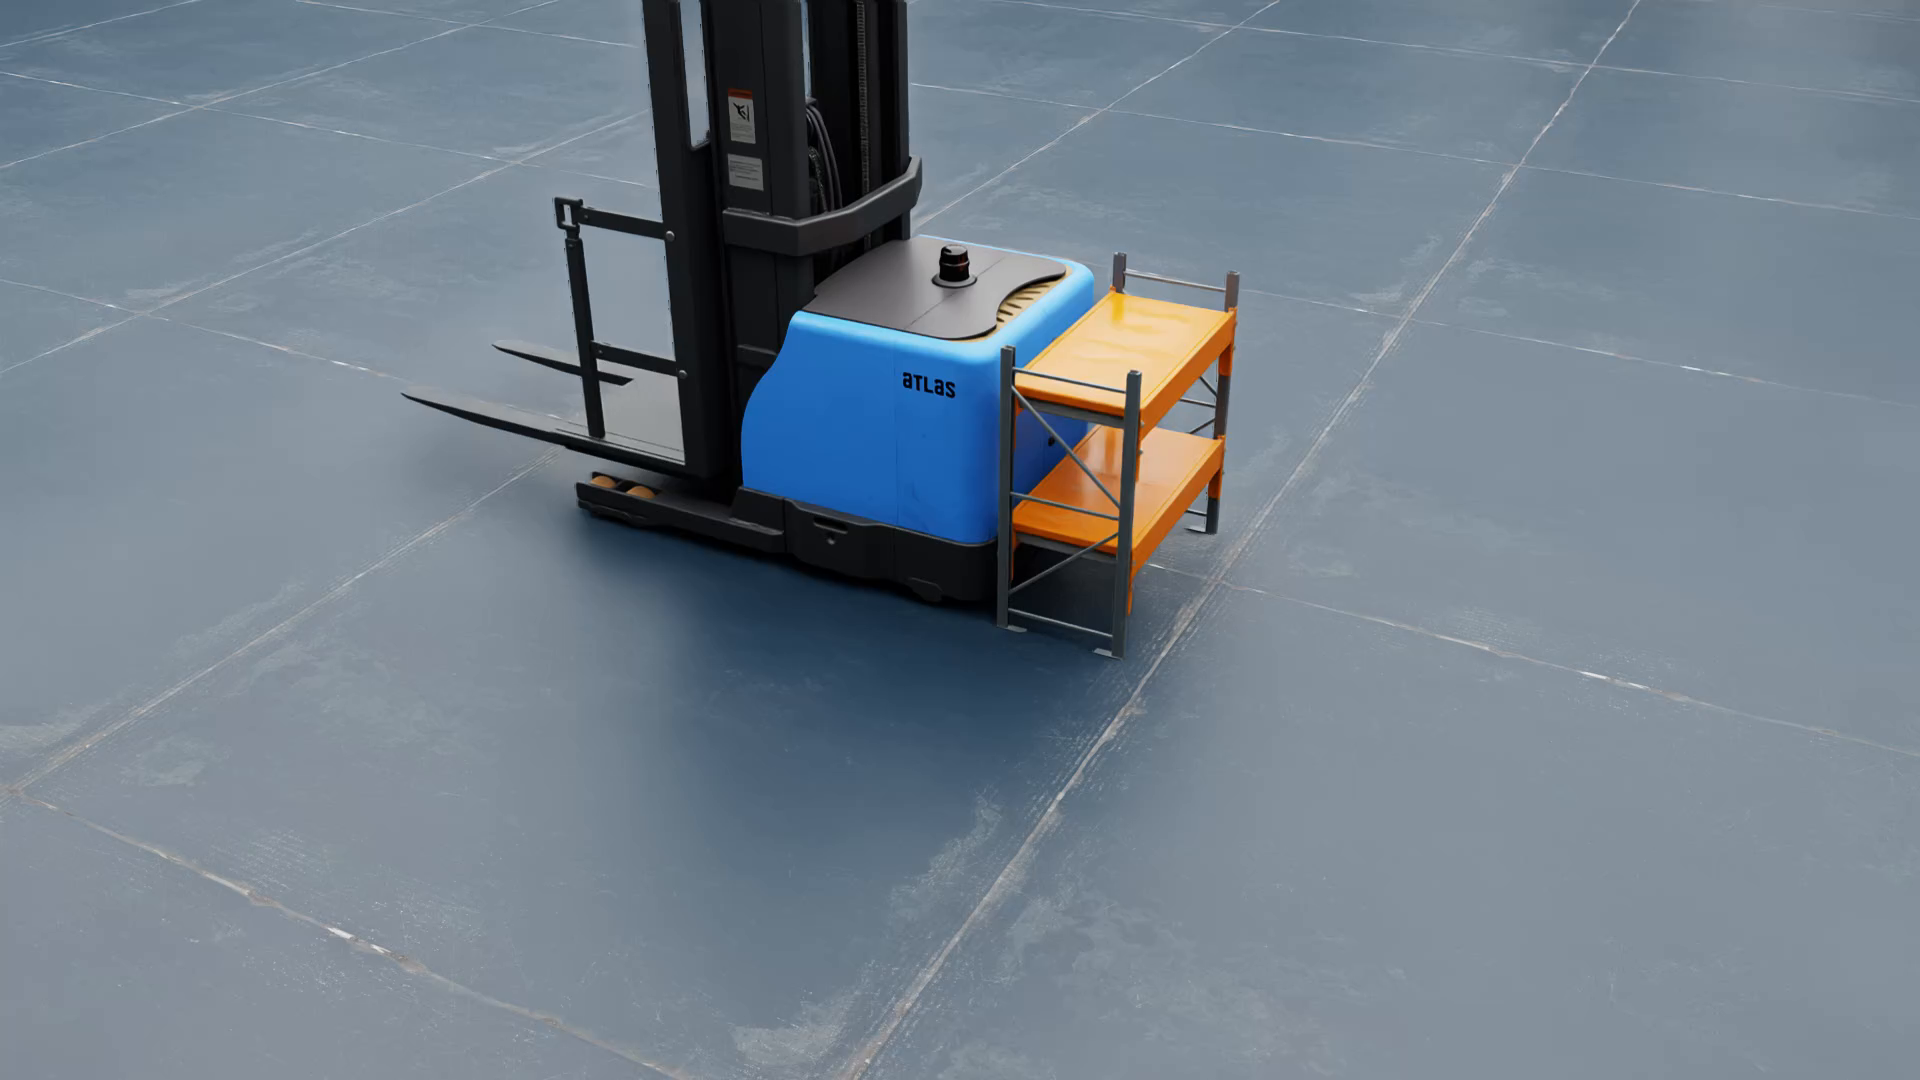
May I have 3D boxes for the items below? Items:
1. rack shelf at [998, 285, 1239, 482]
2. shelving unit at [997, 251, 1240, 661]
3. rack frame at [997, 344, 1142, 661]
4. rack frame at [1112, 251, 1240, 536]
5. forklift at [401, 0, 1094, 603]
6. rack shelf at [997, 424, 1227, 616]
[{"bbox_3d":[0.595,-0.594,6.068,0.538,0.278,1.000,14,33,23],"label":"rack shelf"},{"bbox_3d":[0.595,-0.341,6.214,0.538,1.125,1.048,14,33,23],"label":"shelving unit"},{"bbox_3d":[0.368,-0.114,5.819,0.500,1.125,0.032,14,33,23],"label":"rack frame"},{"bbox_3d":[0.823,-0.567,6.608,0.500,1.125,0.032,14,33,23],"label":"rack frame"},{"bbox_3d":[-1.012,-1.540,6.488,3.031,2.935,1.130,14,33,24],"label":"forklift"},{"bbox_3d":[0.595,-0.129,6.335,0.538,0.278,1.000,14,33,23],"label":"rack shelf"}]
